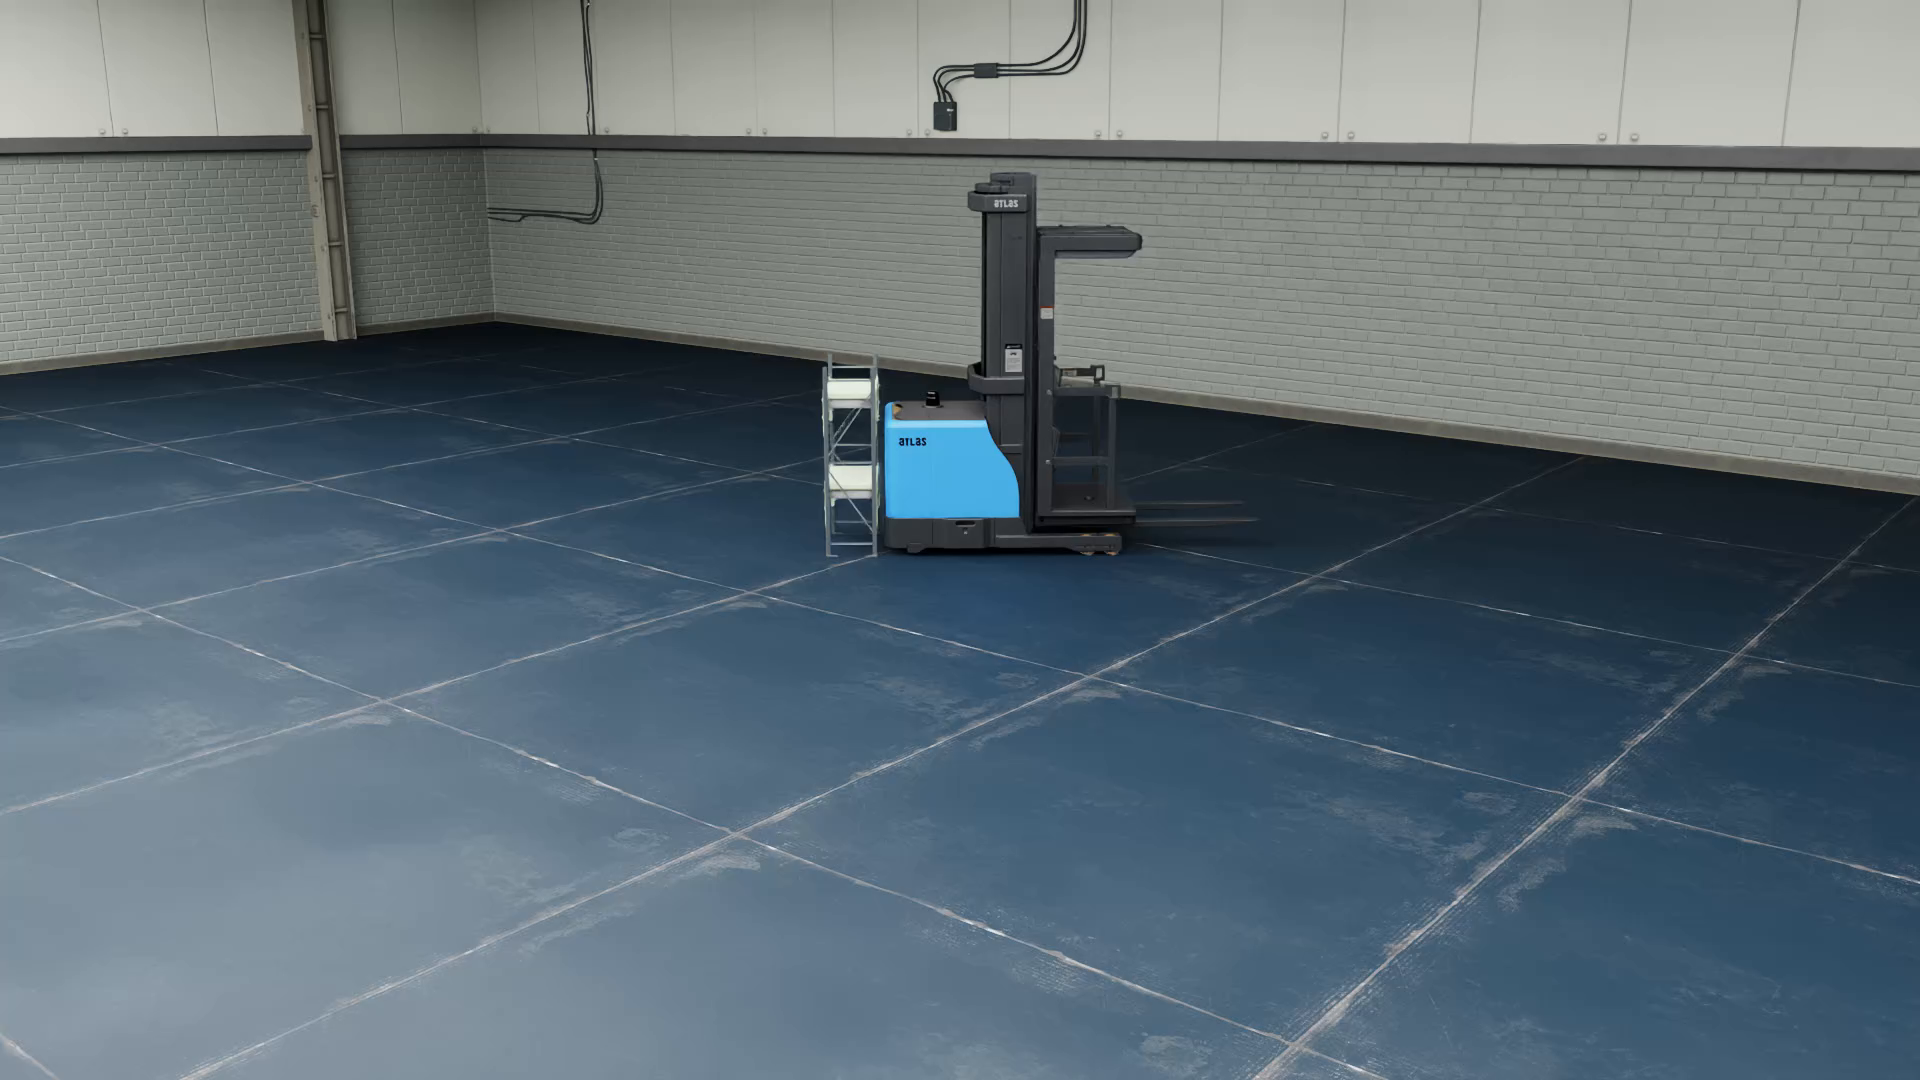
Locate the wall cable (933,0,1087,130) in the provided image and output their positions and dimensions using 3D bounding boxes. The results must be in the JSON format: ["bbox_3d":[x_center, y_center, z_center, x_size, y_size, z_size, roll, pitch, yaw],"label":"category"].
[{"bbox_3d":[0.577,-8.035,20.068,2.305,6.003,0.169,11,18,38],"label":"wall cable"}]

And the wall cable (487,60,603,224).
[{"bbox_3d":[-6.797,-6.354,26.664,3.097,2.526,0.112,11,18,38],"label":"wall cable"}]

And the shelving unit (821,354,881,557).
[{"bbox_3d":[-0.862,-0.688,13.284,0.431,1.500,0.755,0,14,-1],"label":"shelving unit"}]

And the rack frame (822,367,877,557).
[{"bbox_3d":[-0.853,-0.598,12.929,0.400,1.500,0.023,0,14,-1],"label":"rack frame"}]

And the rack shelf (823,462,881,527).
[{"bbox_3d":[-0.862,-0.372,13.364,0.431,0.370,0.720,0,14,-1],"label":"rack shelf"}]

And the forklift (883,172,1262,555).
[{"bbox_3d":[0.896,-1.429,13.297,3.031,2.935,1.130,-1,14,-2],"label":"forklift"}]

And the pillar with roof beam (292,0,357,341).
[{"bbox_3d":[-6.329,-6.833,22.244,9.100,9.000,0.400,11,18,38],"label":"pillar with roof beam"}]

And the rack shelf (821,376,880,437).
[{"bbox_3d":[-0.862,-1.066,13.188,0.431,0.370,0.720,0,14,-1],"label":"rack shelf"}]

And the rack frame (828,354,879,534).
[{"bbox_3d":[-0.870,-0.778,13.639,0.400,1.500,0.023,0,14,-1],"label":"rack frame"}]

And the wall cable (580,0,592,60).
[{"bbox_3d":[-4.693,-8.383,24.395,3.097,2.526,0.112,11,18,38],"label":"wall cable"}]
